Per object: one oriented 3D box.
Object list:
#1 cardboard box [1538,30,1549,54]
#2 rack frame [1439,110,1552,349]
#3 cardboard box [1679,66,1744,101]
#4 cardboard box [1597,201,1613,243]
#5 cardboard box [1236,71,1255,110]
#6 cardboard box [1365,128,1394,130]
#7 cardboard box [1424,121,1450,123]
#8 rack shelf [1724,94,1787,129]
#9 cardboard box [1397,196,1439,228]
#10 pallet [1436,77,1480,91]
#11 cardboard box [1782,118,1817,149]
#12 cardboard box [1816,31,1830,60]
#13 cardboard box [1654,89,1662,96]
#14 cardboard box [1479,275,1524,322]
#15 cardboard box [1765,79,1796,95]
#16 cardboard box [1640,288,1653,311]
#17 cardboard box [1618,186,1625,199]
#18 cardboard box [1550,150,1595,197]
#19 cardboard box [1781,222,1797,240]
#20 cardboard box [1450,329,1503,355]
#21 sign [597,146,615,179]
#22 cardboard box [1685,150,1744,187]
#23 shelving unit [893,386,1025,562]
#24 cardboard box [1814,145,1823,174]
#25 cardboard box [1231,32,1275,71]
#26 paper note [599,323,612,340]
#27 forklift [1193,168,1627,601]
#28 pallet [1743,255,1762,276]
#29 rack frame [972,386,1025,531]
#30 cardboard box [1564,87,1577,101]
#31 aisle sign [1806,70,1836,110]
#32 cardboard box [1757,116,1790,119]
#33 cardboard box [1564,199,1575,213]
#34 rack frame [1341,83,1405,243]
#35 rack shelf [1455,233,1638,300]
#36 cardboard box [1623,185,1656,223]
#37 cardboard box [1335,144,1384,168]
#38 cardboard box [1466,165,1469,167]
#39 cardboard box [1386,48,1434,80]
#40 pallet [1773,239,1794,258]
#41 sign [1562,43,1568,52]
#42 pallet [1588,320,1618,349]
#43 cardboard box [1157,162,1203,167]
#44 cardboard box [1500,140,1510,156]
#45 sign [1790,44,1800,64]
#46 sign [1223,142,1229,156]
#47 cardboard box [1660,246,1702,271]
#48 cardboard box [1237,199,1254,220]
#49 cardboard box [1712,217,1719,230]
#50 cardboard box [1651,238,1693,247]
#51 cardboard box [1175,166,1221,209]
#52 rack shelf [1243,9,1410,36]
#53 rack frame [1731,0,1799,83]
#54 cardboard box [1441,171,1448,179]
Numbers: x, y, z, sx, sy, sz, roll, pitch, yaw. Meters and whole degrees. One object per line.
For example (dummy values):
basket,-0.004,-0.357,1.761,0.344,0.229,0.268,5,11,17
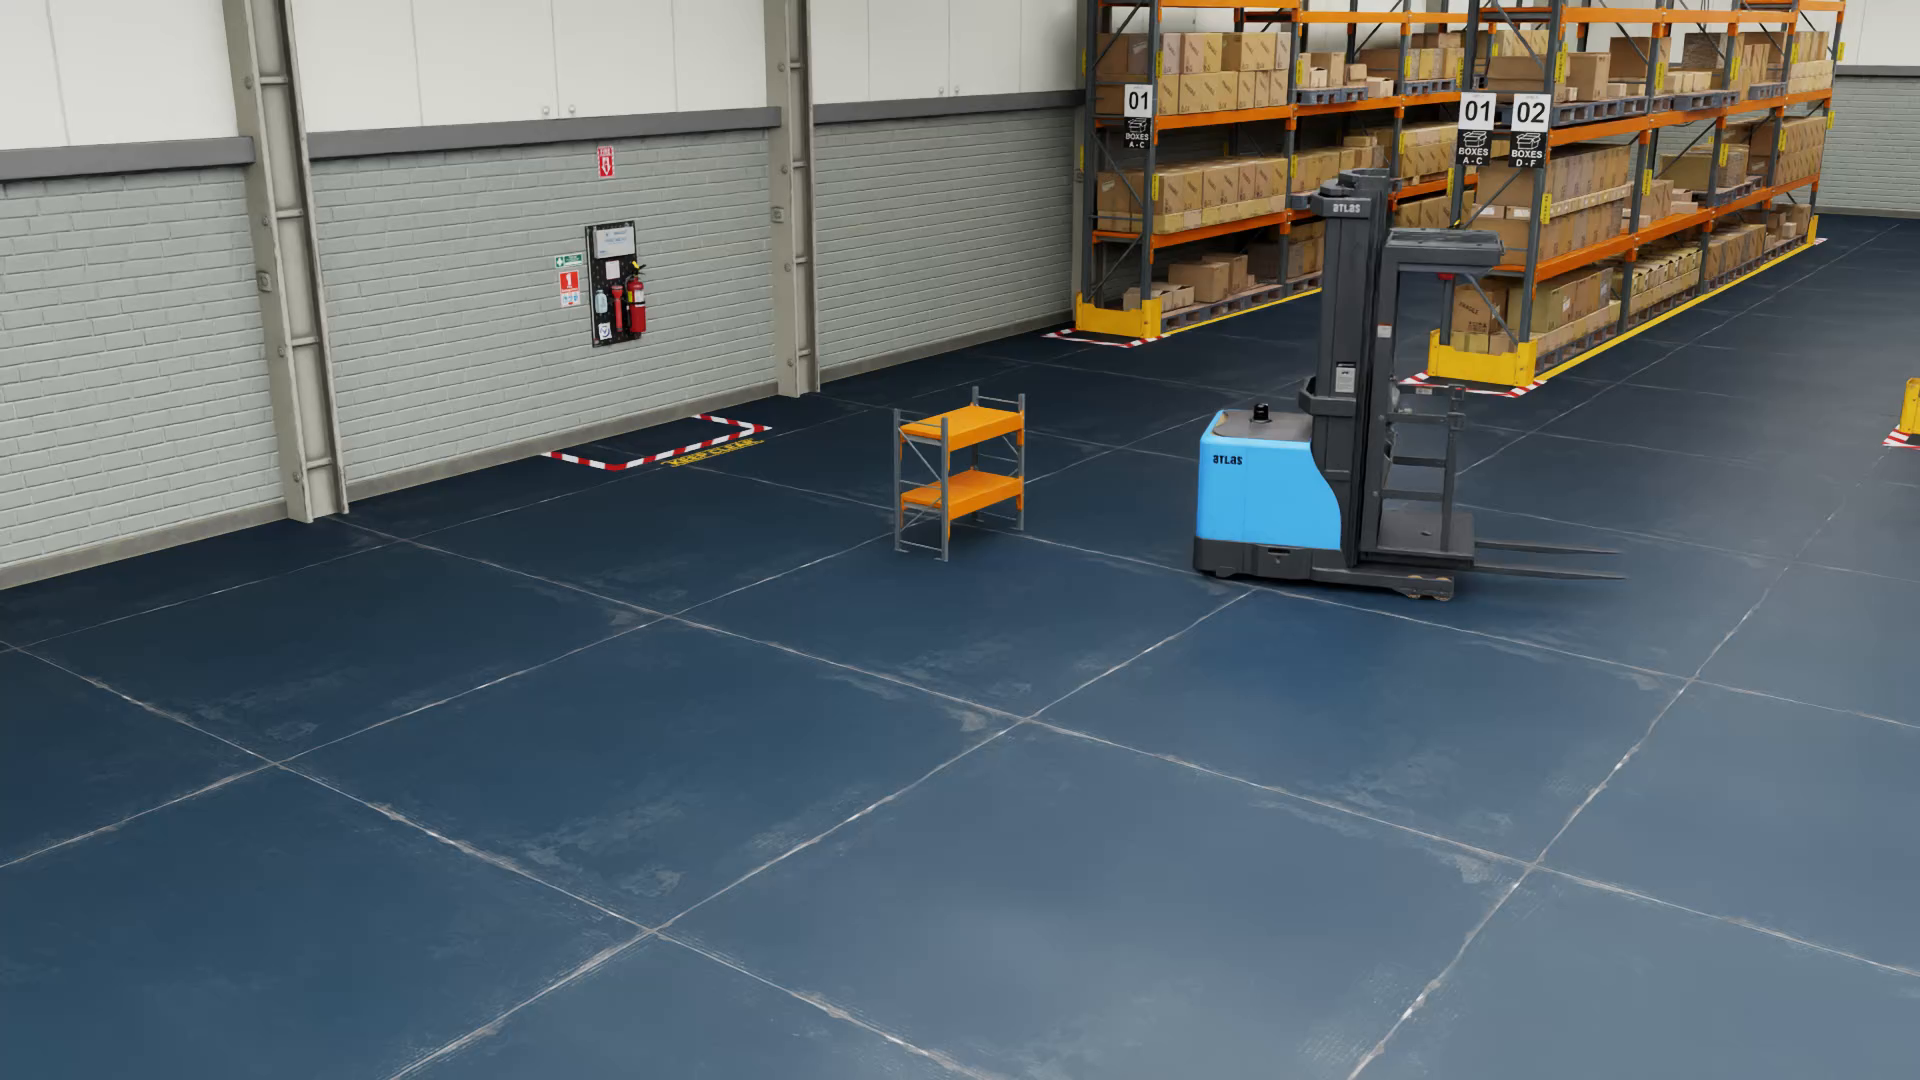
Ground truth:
cardboard box,11.061,-9.621,32.220,0.500,0.500,0.500,13,22,36
rack frame,6.032,-3.308,18.838,1.000,3.000,0.127,12,21,35
cardboard box,11.336,-6.925,25.259,0.910,0.500,0.500,12,21,35
cardboard box,7.847,-4.075,21.139,0.700,0.500,0.500,12,21,34
cardboard box,3.721,-6.204,22.904,0.500,0.500,0.500,11,21,33
cardboard box,7.192,-6.922,28.507,0.500,0.250,0.500,12,21,33
cardboard box,8.718,-7.534,30.480,0.500,0.250,0.500,13,22,36
rack shelf,11.991,-6.779,26.170,1.077,0.370,4.000,12,21,35
cardboard box,7.889,-5.621,29.204,0.750,0.750,0.750,12,21,34
pallet,8.695,-8.155,29.710,0.805,0.209,1.217,11,21,33
cardboard box,14.916,-7.245,29.660,0.500,0.500,0.500,13,22,36
cardboard box,15.273,-8.951,30.098,0.700,0.500,0.500,12,21,35
cardboard box,9.115,-6.098,22.311,0.500,0.250,0.500,10,20,29
cardboard box,6.697,-2.975,20.428,0.500,0.500,0.500,12,21,35
cardboard box,13.671,-7.599,27.851,0.500,0.250,0.500,12,21,35
cardboard box,9.161,-3.322,22.811,0.500,0.250,0.500,13,22,36
cardboard box,8.277,-4.457,21.276,0.380,0.149,0.250,12,21,34
cardboard box,7.259,-4.462,20.200,0.700,0.500,0.500,12,21,35
cardboard box,14.849,-5.622,30.183,0.500,0.250,0.500,12,21,35
cardboard box,6.115,-2.375,19.763,0.500,0.250,0.500,12,21,35
sign,-3.389,-3.614,15.914,0.001,0.298,0.199,12,21,35
cardboard box,11.782,-5.816,26.037,0.500,0.500,0.700,-15,23,-40
shelving unit,0.004,-0.539,13.082,0.538,1.125,1.048,12,21,35
cardboard box,15.517,-7.012,30.596,0.500,0.500,0.500,13,22,36
cardboard box,4.034,-6.802,23.144,0.500,0.500,0.500,14,22,38
paper note,-3.465,-2.040,16.242,0.016,0.148,0.142,12,21,35
forklift,3.309,-1.141,11.975,3.031,2.935,1.130,5,18,15
pallet,12.728,-4.634,27.810,1.003,0.211,1.213,12,21,35
rack frame,0.307,-0.660,13.472,0.500,1.125,0.032,12,21,35
cardboard box,6.875,-5.137,19.149,0.380,0.149,0.250,12,21,35
aisle sign,15.852,-8.322,30.602,0.394,0.787,0.004,12,21,35
cardboard box,14.784,-7.459,30.351,0.500,0.500,0.500,13,21,35
cardboard box,7.053,-3.967,19.698,0.380,0.149,0.250,12,21,33
rack frame,6.818,-6.088,27.790,1.000,3.000,0.127,12,21,35
rack shelf,7.224,-3.441,20.479,1.077,0.370,4.000,12,21,35
cardboard box,9.200,-4.614,22.875,0.500,0.500,0.500,14,22,39
cardboard box,6.546,-6.232,27.343,0.700,0.500,0.500,10,20,28
cardboard box,8.833,-6.962,29.901,0.500,0.500,0.500,13,21,35
cardboard box,7.675,-8.169,28.523,0.700,0.500,0.500,14,22,37
pallet,14.319,-5.289,29.921,1.003,0.211,1.213,12,21,35
sign,12.013,-9.712,33.042,0.100,0.325,0.005,12,21,35
pallet,7.908,-2.747,21.733,1.003,0.211,1.213,12,21,35
cardboard box,3.074,-4.990,23.210,0.500,0.500,0.500,13,21,35
cardboard box,9.977,-7.483,31.777,0.980,0.700,0.700,12,21,33
sign,13.630,-7.936,27.149,0.100,0.325,0.005,12,21,35
sign,3.987,-5.785,24.863,0.100,0.325,0.005,12,21,35
cardboard box,10.685,-4.200,24.694,0.500,0.311,0.500,13,22,36
cardboard box,3.805,-4.667,23.433,0.500,0.250,0.500,12,21,34
cardboard box,12.103,-5.230,27.237,0.500,0.250,0.500,12,21,35
cardboard box,11.168,-4.494,26.130,0.500,0.500,0.500,13,22,37
cardboard box,3.193,-4.777,22.523,0.500,0.500,0.500,12,21,33
rack shelf,5.627,-7.942,25.532,1.077,0.370,4.000,12,21,35
rack frame,13.182,-9.031,27.152,1.000,3.000,0.127,12,21,35
cardboard box,8.435,-6.505,29.522,0.380,0.149,0.250,12,21,33
